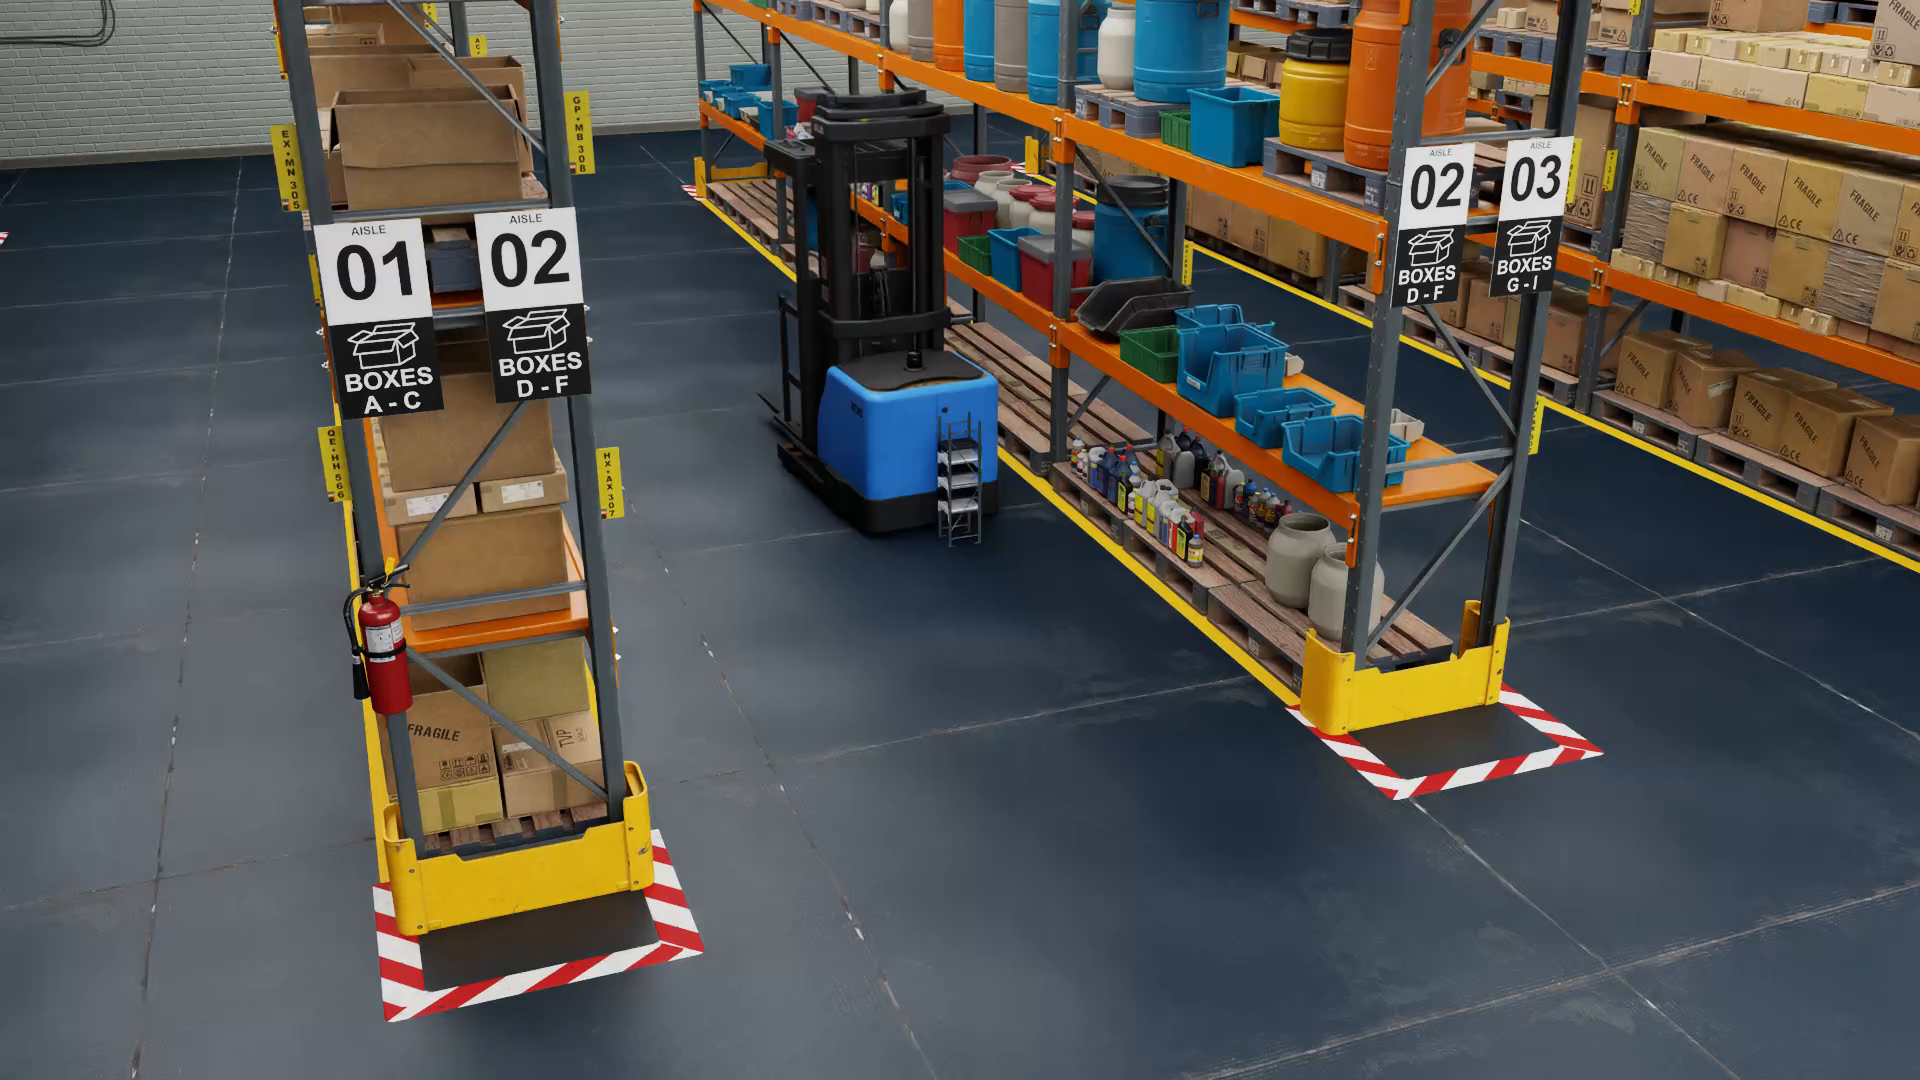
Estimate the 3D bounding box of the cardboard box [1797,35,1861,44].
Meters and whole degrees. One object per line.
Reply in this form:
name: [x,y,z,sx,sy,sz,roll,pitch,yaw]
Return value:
cardboard box: [6.491,-3.682,12.441,0.380,0.149,0.250,-9,25,-21]

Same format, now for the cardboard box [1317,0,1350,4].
cardboard box: [4.110,-5.838,17.203,0.797,0.503,0.637,-7,24,-16]

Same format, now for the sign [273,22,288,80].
sign: [-3.967,-2.879,9.785,0.100,0.325,0.005,-8,24,-19]

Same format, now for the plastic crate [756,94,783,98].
plastic crate: [-2.520,-5.757,21.810,0.396,0.136,0.243,-8,24,-19]

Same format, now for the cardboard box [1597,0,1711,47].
cardboard box: [5.733,-4.357,13.689,0.797,0.503,0.637,-10,25,-22]

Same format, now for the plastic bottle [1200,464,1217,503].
plastic bottle: [1.765,-0.416,11.805,0.061,0.283,0.133,-8,24,-19]

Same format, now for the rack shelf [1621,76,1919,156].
rack shelf: [6.513,-2.873,11.769,1.077,0.370,4.000,-8,24,-19]

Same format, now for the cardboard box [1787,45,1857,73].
cardboard box: [6.129,-3.417,11.813,0.380,0.149,0.250,-9,24,-20]

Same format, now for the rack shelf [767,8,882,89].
rack shelf: [-0.947,-5.100,17.053,1.077,0.370,4.000,-8,24,-19]

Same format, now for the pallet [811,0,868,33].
pallet: [-0.882,-5.388,17.054,1.003,0.211,1.213,-8,24,-19]

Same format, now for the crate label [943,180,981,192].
crate label: [-0.143,-2.941,14.821,0.502,0.435,0.616,-8,24,-19]

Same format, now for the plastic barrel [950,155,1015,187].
plastic barrel: [0.207,-3.259,15.444,0.600,0.536,0.708,-8,24,-19]

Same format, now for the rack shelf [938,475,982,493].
rack shelf: [-0.003,-0.387,11.595,0.258,0.077,0.200,-8,24,-19]

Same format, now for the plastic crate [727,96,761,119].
plastic crate: [-2.716,-5.458,20.976,0.416,0.233,0.300,-8,24,-19]

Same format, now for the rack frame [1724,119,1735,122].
rack frame: [9.069,-4.646,18.912,1.000,3.000,0.127,-8,24,-19]

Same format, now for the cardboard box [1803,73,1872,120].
cardboard box: [6.277,-3.100,11.573,0.500,0.250,0.500,-9,24,-20]

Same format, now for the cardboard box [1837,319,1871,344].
cardboard box: [6.469,-1.507,11.787,0.380,0.149,0.250,-8,24,-19]

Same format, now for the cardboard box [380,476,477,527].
cardboard box: [-2.363,-0.196,7.388,0.380,0.149,0.250,-9,24,-20]

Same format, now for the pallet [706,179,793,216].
pallet: [-2.812,-4.640,22.487,1.003,0.211,1.213,-8,24,-19]

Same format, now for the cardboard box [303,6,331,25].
cardboard box: [-5.061,-4.227,13.926,0.910,0.500,0.500,-8,24,-19]

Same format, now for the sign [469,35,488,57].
sign: [-2.944,-2.925,10.198,0.100,0.325,0.005,-8,24,-19]

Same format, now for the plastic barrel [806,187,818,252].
plastic barrel: [-1.477,-3.803,19.072,0.600,0.901,0.708,-8,24,-19]

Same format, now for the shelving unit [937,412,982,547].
shelving unit: [-0.003,-0.418,11.582,0.258,0.900,0.210,-8,24,-19]

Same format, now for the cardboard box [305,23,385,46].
cardboard box: [-3.531,-2.658,9.484,0.500,0.500,0.500,-6,24,-15]

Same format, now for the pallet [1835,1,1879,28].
pallet: [9.744,-5.309,16.865,1.003,0.211,1.213,-7,24,-17]

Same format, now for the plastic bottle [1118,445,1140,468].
plastic bottle: [1.204,-0.521,11.969,0.144,0.351,0.185,-8,24,-19]

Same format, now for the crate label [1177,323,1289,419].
crate label: [1.682,-1.064,10.367,0.502,0.435,0.616,-8,24,-19]

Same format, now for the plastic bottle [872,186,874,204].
plastic bottle: [-0.806,-3.364,16.126,0.097,0.201,0.097,0,23,0]

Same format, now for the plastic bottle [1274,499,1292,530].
plastic bottle: [2.174,-0.153,11.183,0.061,0.283,0.133,-8,24,-18]

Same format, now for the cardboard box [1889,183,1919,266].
cardboard box: [6.612,-2.086,11.039,0.500,0.500,0.500,-8,24,-19]

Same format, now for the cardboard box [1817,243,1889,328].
cardboard box: [6.626,-1.835,11.731,0.875,0.500,0.500,-8,24,-19]

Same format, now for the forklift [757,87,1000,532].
forklift: [-0.791,-1.942,12.584,1.130,2.935,3.031,-10,25,-23]

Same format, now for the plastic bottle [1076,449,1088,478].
plastic bottle: [0.911,-0.570,12.277,0.097,0.201,0.097,0,23,0]

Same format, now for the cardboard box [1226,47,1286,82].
cardboard box: [3.445,-5.482,19.475,0.797,0.503,0.637,-8,24,-18]

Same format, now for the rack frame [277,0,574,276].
rack frame: [-2.050,-2.502,6.101,1.000,3.000,0.127,-8,24,-19]

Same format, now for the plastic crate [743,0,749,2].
plastic crate: [-2.459,-6.447,19.661,0.293,0.136,0.466,-8,24,-19]

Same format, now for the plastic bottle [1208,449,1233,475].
plastic bottle: [1.852,-0.470,11.847,0.144,0.351,0.185,-8,24,-19]

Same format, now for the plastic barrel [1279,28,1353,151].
plastic barrel: [2.064,-2.475,9.116,0.600,0.588,0.600,0,23,0]

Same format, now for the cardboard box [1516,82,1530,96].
cardboard box: [7.468,-5.871,21.601,0.380,0.149,0.250,-8,24,-18]

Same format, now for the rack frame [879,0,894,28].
rack frame: [-0.240,-6.087,14.607,1.000,3.000,0.127,-8,24,-19]

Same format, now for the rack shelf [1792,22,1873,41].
rack shelf: [9.776,-4.970,16.745,1.077,0.370,4.000,-8,24,-19]

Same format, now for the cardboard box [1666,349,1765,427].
cardboard box: [6.120,-1.233,13.491,0.500,0.500,0.500,-1,23,-2]

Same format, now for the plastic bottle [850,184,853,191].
plastic bottle: [-1.060,-3.625,16.744,0.097,0.201,0.097,0,23,0]

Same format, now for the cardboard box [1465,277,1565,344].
cardboard box: [5.261,-2.205,15.772,0.700,0.500,0.500,-11,25,-24]

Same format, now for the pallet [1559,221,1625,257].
pallet: [5.672,-2.758,14.679,1.003,0.211,1.213,-8,24,-19]

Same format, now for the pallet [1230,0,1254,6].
pallet: [3.350,-6.424,19.513,0.805,0.209,1.217,-9,25,-21]

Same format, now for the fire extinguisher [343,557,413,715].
fire extinguisher: [-2.442,0.404,7.028,0.296,0.674,0.183,-8,24,-19]

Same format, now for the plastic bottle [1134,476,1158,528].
plastic bottle: [1.286,-0.278,11.393,0.144,0.351,0.185,-9,24,-19]

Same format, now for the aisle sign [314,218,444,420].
aisle sign: [-2.301,-0.872,6.609,0.394,0.787,0.004,-8,24,-19]

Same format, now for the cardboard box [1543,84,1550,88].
cardboard box: [7.642,-5.826,21.111,0.380,0.149,0.250,-9,25,-21]

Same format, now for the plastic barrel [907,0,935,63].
plastic barrel: [-0.153,-4.608,14.313,0.600,0.901,0.600,0,23,0]

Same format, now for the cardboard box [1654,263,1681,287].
cardboard box: [5.791,-2.134,13.275,0.380,0.149,0.250,-8,24,-19]

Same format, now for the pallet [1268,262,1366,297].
pallet: [4.185,-3.014,18.630,1.003,0.211,1.213,-8,24,-19]

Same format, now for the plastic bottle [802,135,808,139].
plastic bottle: [-1.702,-4.318,18.298,0.097,0.271,0.097,0,23,0]

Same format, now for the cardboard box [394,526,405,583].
cardboard box: [-2.393,-0.146,8.104,0.700,0.500,0.500,-8,24,-18]
